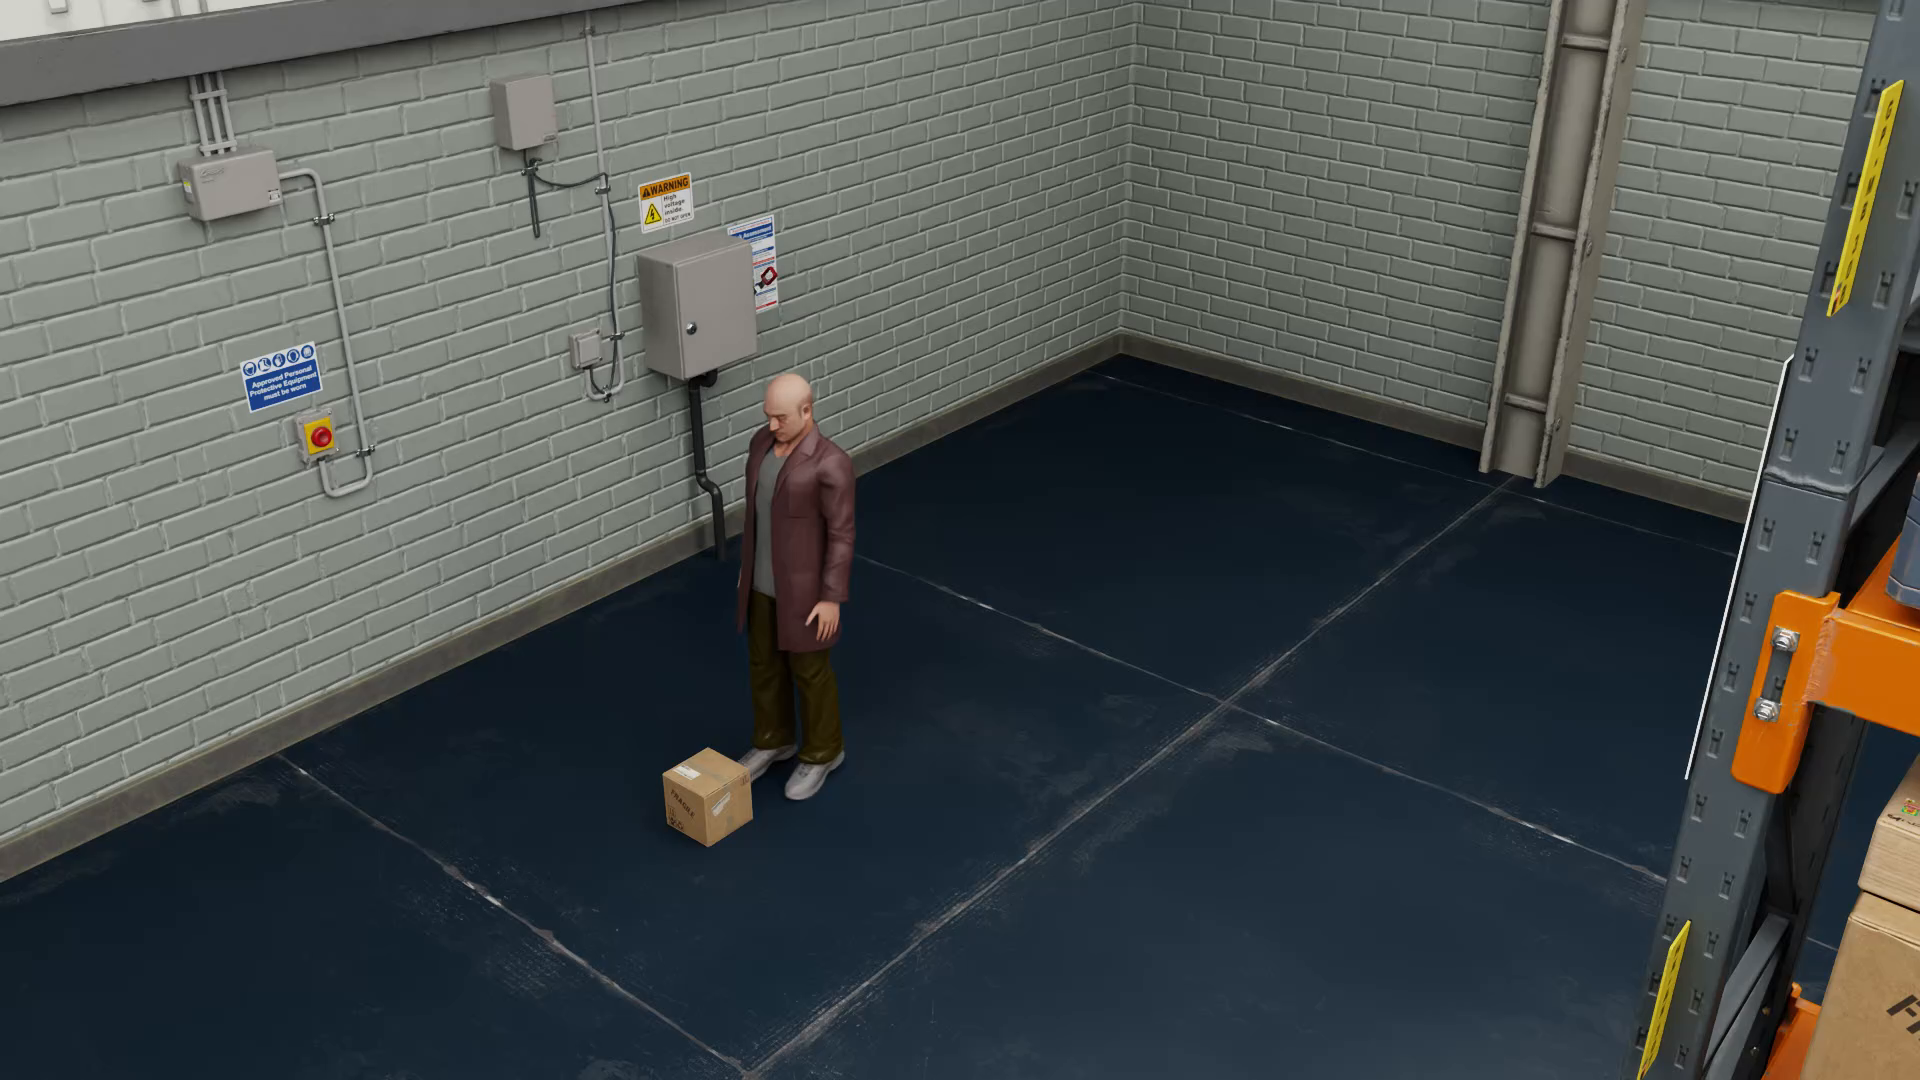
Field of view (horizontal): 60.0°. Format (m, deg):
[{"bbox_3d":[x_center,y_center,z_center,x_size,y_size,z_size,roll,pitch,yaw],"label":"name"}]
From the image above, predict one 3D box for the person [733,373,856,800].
[{"bbox_3d":[-0.725,0.203,6.729,0.620,1.799,0.495,21,34,35],"label":"person"}]
